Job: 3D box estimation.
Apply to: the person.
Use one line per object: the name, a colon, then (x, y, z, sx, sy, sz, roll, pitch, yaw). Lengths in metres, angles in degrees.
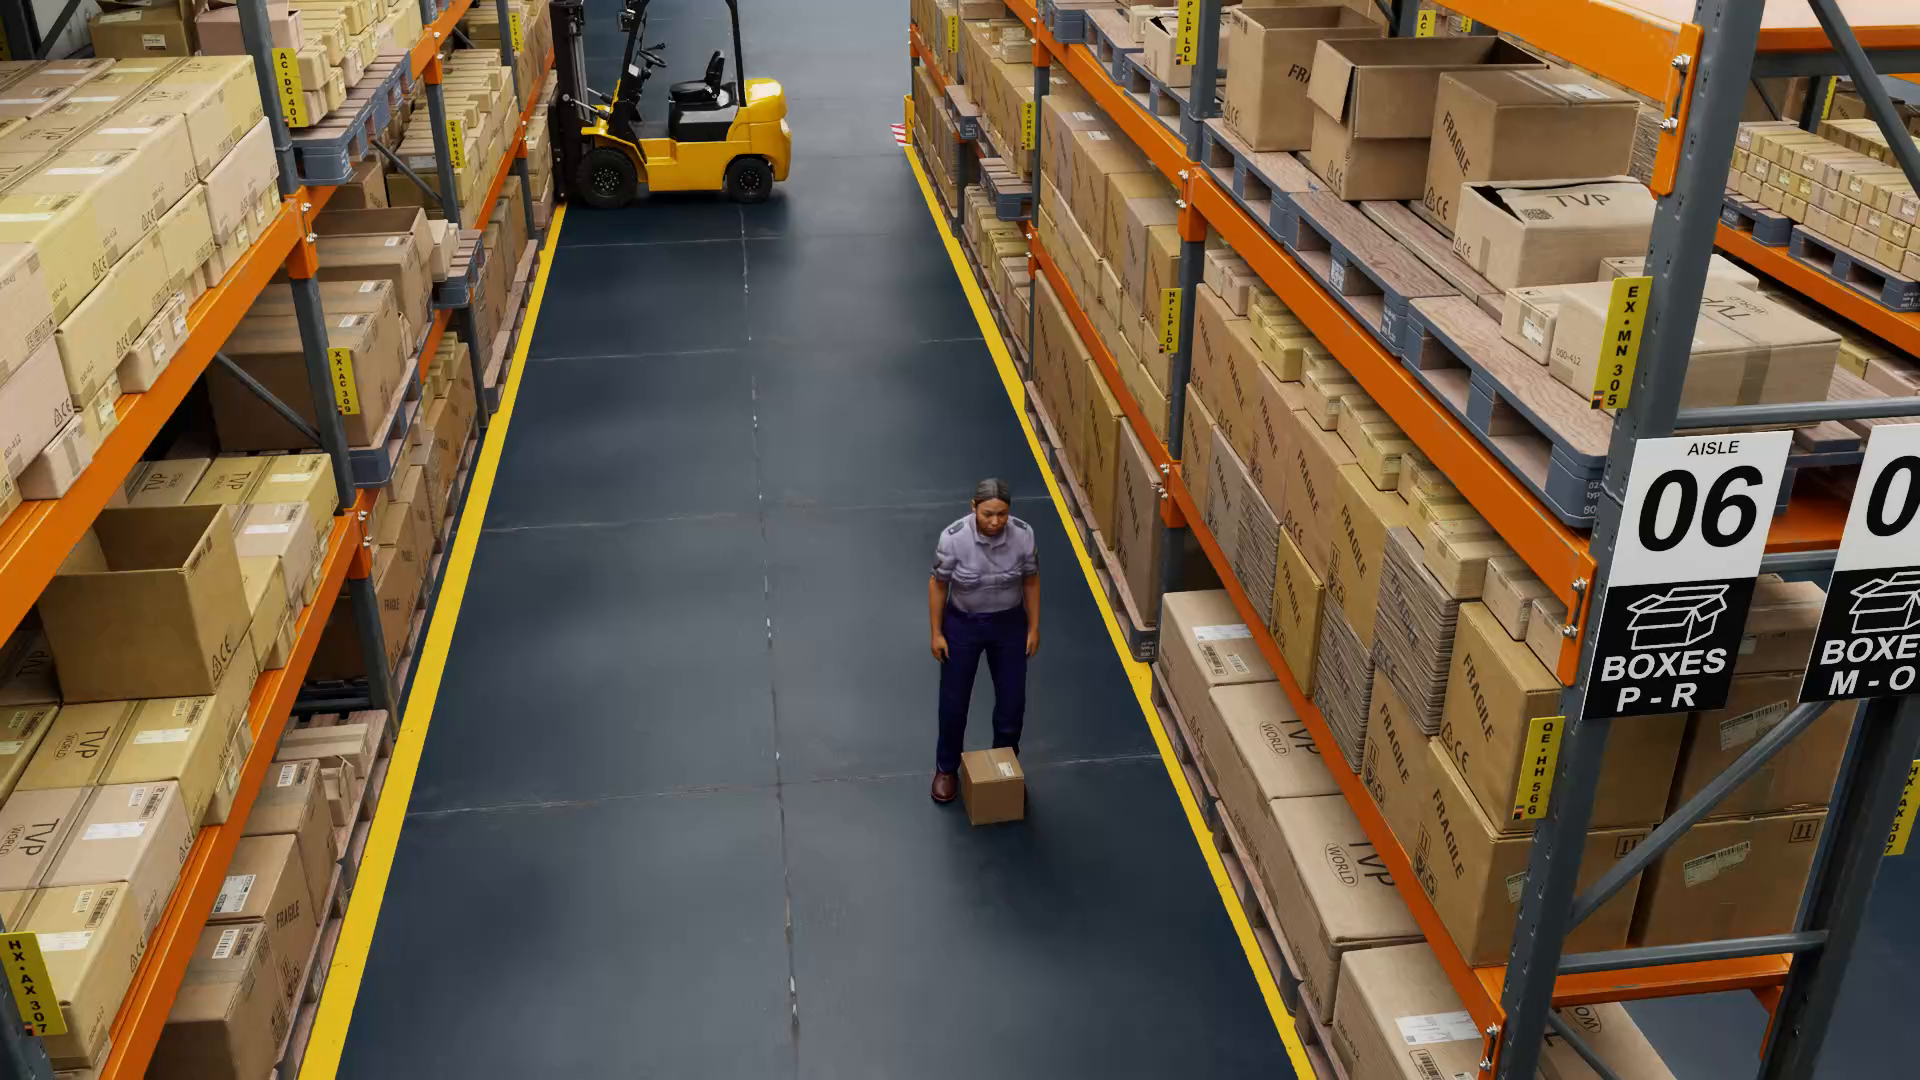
person: (0.115, 0.454, 7.763, 0.537, 1.637, 0.415, -4, 28, -7)
